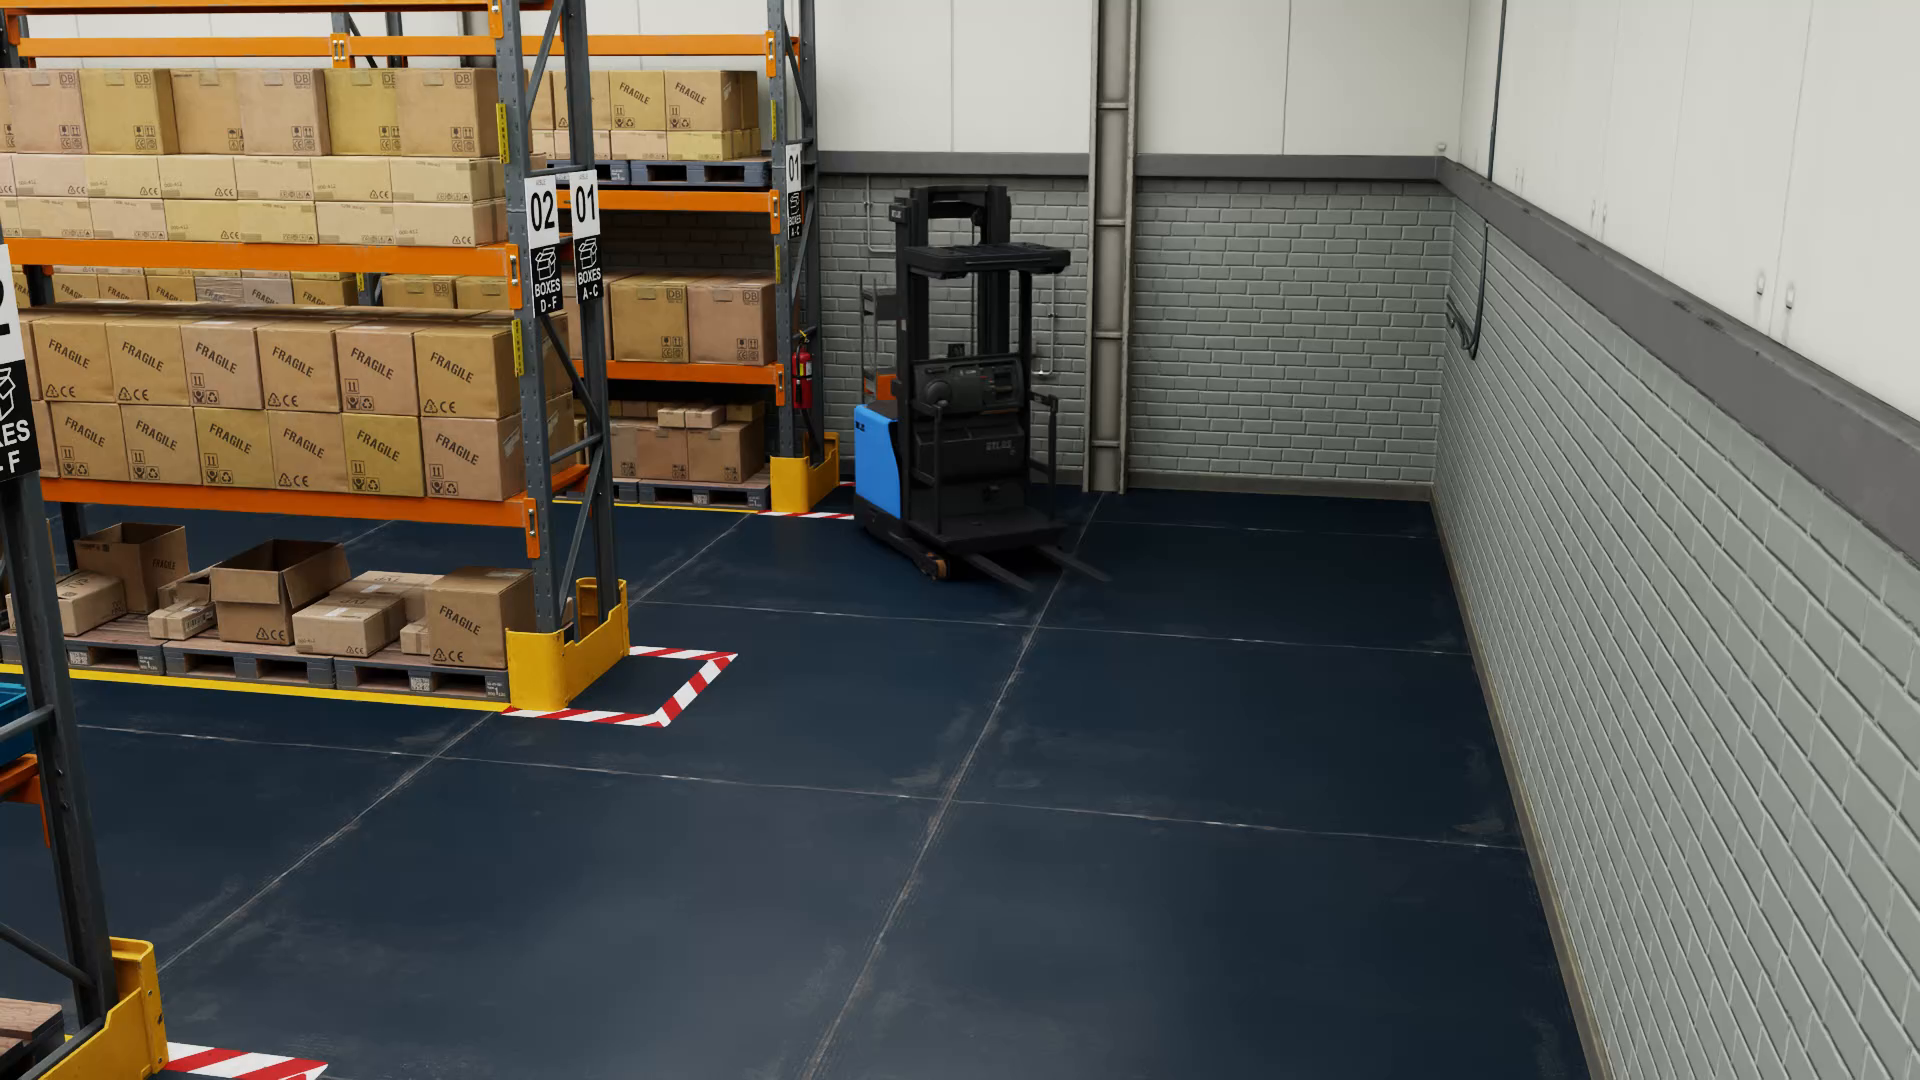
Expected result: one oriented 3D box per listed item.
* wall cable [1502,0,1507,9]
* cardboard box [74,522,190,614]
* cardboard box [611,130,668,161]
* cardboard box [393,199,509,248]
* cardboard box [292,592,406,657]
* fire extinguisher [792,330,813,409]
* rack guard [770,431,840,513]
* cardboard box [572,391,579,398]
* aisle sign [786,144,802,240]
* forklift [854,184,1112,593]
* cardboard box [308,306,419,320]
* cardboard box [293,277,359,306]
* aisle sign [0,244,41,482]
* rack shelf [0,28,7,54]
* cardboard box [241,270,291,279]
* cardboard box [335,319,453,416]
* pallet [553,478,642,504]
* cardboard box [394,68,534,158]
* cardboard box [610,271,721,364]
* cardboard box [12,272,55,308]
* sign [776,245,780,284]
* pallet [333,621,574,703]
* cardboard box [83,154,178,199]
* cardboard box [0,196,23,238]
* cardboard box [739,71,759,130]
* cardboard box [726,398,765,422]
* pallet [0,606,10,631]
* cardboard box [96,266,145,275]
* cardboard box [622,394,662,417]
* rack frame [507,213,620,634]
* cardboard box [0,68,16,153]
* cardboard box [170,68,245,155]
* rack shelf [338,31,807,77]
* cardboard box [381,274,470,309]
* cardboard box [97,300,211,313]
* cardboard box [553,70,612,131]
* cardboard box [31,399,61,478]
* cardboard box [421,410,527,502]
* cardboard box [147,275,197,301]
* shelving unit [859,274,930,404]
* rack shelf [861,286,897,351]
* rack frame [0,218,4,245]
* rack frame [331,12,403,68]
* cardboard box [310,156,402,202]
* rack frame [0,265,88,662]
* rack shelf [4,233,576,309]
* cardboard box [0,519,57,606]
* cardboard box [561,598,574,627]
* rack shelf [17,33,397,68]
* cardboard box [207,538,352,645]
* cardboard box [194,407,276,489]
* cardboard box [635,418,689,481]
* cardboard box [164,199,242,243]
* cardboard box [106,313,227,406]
[{"bbox_3d":[3.487,-4.570,9.988,0.112,2.526,3.097,3,16,11],"label":"wall cable"},{"bbox_3d":[-5.733,0.189,11.550,0.500,0.500,0.500,3,16,11],"label":"cardboard box"},{"bbox_3d":[-2.726,-3.464,14.566,0.500,0.250,0.500,3,16,9],"label":"cardboard box"},{"bbox_3d":[-2.985,-1.879,9.817,0.500,0.250,0.500,3,16,11],"label":"cardboard box"},{"bbox_3d":[-3.935,0.543,10.739,0.500,0.250,0.500,3,16,11],"label":"cardboard box"},{"bbox_3d":[-1.389,-1.497,14.622,0.183,0.674,0.296,3,16,11],"label":"fire extinguisher"},{"bbox_3d":[-1.422,-0.637,15.356,0.348,0.500,1.175,3,16,11],"label":"rack guard"},{"bbox_3d":[-3.733,-1.304,15.762,0.250,0.149,0.380,3,16,12],"label":"cardboard box"},{"bbox_3d":[-1.434,-3.014,14.383,0.004,0.787,0.394,3,16,11],"label":"aisle sign"},{"bbox_3d":[0.165,-1.231,12.947,1.130,2.935,3.031,-7,17,-24],"label":"forklift"},{"bbox_3d":[-3.814,-1.223,10.729,0.500,0.500,0.500,3,16,12],"label":"cardboard box"},{"bbox_3d":[-5.867,-2.216,15.590,0.500,0.500,0.500,3,16,10],"label":"cardboard box"},{"bbox_3d":[-3.290,-0.578,5.590,0.004,0.787,0.394,3,16,11],"label":"aisle sign"},{"bbox_3d":[-8.308,-3.218,10.849,4.000,0.370,1.077,3,16,11],"label":"rack shelf"},{"bbox_3d":[-6.373,-2.606,15.595,0.500,0.250,0.500,3,16,12],"label":"cardboard box"},{"bbox_3d":[-3.415,-1.055,10.123,0.500,0.500,0.500,4,16,13],"label":"cardboard box"},{"bbox_3d":[-3.436,-0.587,15.715,1.213,0.211,1.003,3,16,11],"label":"pallet"},{"bbox_3d":[-2.935,-2.546,9.884,0.500,0.500,0.700,3,16,11],"label":"cardboard box"},{"bbox_3d":[-2.662,-2.048,15.204,0.700,0.700,0.980,3,16,11],"label":"cardboard box"},{"bbox_3d":[-8.860,-2.377,16.172,0.500,0.500,0.500,4,16,13],"label":"cardboard box"},{"bbox_3d":[-1.567,-2.374,14.331,0.005,0.325,0.100,3,16,11],"label":"sign"},{"bbox_3d":[-3.284,0.751,10.887,1.213,0.211,1.003,3,16,11],"label":"pallet"},{"bbox_3d":[-4.943,-2.227,10.140,0.500,0.250,0.500,3,16,11],"label":"cardboard box"},{"bbox_3d":[-5.921,-2.043,10.409,0.500,0.250,0.500,3,16,11],"label":"cardboard box"},{"bbox_3d":[-2.112,-3.930,14.845,0.500,0.500,0.500,2,16,9],"label":"cardboard box"},{"bbox_3d":[-1.989,-1.210,15.423,0.250,0.149,0.380,3,16,11],"label":"cardboard box"},{"bbox_3d":[-7.153,0.551,11.609,1.213,0.211,1.003,3,16,11],"label":"pallet"},{"bbox_3d":[-7.874,-2.686,15.882,0.500,0.250,0.500,3,16,11],"label":"cardboard box"},{"bbox_3d":[-2.980,-1.264,15.616,0.250,0.149,0.380,3,16,12],"label":"cardboard box"},{"bbox_3d":[-2.429,-0.547,10.348,0.127,3.000,1.000,3,16,11],"label":"rack frame"},{"bbox_3d":[-5.864,-2.720,10.512,0.500,0.500,0.700,3,16,11],"label":"cardboard box"},{"bbox_3d":[-4.391,-2.644,10.239,0.500,0.500,0.700,3,16,11],"label":"cardboard box"},{"bbox_3d":[-3.405,-4.301,14.759,4.000,0.370,1.077,3,16,11],"label":"rack shelf"},{"bbox_3d":[-4.837,-2.167,15.635,0.700,0.700,0.980,3,16,12],"label":"cardboard box"},{"bbox_3d":[-5.299,-1.304,11.021,0.500,0.500,0.500,3,16,10],"label":"cardboard box"},{"bbox_3d":[-3.218,-3.851,14.558,0.500,0.500,0.500,2,16,9],"label":"cardboard box"},{"bbox_3d":[-5.903,-0.710,10.748,0.500,0.500,0.500,4,16,13],"label":"cardboard box"},{"bbox_3d":[-2.922,-0.548,10.164,0.500,0.500,0.500,4,16,13],"label":"cardboard box"},{"bbox_3d":[-7.350,-2.294,15.874,0.500,0.500,0.500,4,16,13],"label":"cardboard box"},{"bbox_3d":[-0.572,-1.291,14.719,0.503,2.100,0.431,-6,17,-21],"label":"shelving unit"},{"bbox_3d":[-0.572,-1.952,14.535,0.480,0.518,0.431,-6,17,-21],"label":"rack shelf"},{"bbox_3d":[-3.419,-2.143,4.870,0.127,3.000,1.000,3,16,11],"label":"rack frame"},{"bbox_3d":[-5.365,-4.947,14.994,0.127,3.000,1.000,3,16,11],"label":"rack frame"},{"bbox_3d":[-3.473,-2.148,9.854,0.500,0.250,0.500,3,16,11],"label":"cardboard box"},{"bbox_3d":[-6.348,-0.760,11.116,0.127,3.000,1.000,3,16,11],"label":"rack frame"},{"bbox_3d":[-4.388,-1.752,10.428,4.000,0.370,1.077,3,16,11],"label":"rack shelf"},{"bbox_3d":[-6.774,0.143,11.714,0.500,0.500,0.500,2,16,9],"label":"cardboard box"},{"bbox_3d":[-2.770,0.503,11.075,0.250,0.149,0.380,3,16,11],"label":"cardboard box"},{"bbox_3d":[-7.325,-4.514,15.528,4.000,0.370,1.077,3,16,11],"label":"rack shelf"},{"bbox_3d":[-4.506,0.330,11.035,0.637,0.503,0.797,3,16,11],"label":"cardboard box"},{"bbox_3d":[-4.412,-0.629,10.458,0.500,0.500,0.500,3,16,10],"label":"cardboard box"},{"bbox_3d":[-2.641,-0.879,15.440,0.500,0.500,0.700,3,16,11],"label":"cardboard box"},{"bbox_3d":[-4.452,-1.962,10.119,0.500,0.250,0.500,3,16,11],"label":"cardboard box"},{"bbox_3d":[-4.933,-1.136,10.415,0.500,0.500,0.500,3,16,9],"label":"cardboard box"}]
